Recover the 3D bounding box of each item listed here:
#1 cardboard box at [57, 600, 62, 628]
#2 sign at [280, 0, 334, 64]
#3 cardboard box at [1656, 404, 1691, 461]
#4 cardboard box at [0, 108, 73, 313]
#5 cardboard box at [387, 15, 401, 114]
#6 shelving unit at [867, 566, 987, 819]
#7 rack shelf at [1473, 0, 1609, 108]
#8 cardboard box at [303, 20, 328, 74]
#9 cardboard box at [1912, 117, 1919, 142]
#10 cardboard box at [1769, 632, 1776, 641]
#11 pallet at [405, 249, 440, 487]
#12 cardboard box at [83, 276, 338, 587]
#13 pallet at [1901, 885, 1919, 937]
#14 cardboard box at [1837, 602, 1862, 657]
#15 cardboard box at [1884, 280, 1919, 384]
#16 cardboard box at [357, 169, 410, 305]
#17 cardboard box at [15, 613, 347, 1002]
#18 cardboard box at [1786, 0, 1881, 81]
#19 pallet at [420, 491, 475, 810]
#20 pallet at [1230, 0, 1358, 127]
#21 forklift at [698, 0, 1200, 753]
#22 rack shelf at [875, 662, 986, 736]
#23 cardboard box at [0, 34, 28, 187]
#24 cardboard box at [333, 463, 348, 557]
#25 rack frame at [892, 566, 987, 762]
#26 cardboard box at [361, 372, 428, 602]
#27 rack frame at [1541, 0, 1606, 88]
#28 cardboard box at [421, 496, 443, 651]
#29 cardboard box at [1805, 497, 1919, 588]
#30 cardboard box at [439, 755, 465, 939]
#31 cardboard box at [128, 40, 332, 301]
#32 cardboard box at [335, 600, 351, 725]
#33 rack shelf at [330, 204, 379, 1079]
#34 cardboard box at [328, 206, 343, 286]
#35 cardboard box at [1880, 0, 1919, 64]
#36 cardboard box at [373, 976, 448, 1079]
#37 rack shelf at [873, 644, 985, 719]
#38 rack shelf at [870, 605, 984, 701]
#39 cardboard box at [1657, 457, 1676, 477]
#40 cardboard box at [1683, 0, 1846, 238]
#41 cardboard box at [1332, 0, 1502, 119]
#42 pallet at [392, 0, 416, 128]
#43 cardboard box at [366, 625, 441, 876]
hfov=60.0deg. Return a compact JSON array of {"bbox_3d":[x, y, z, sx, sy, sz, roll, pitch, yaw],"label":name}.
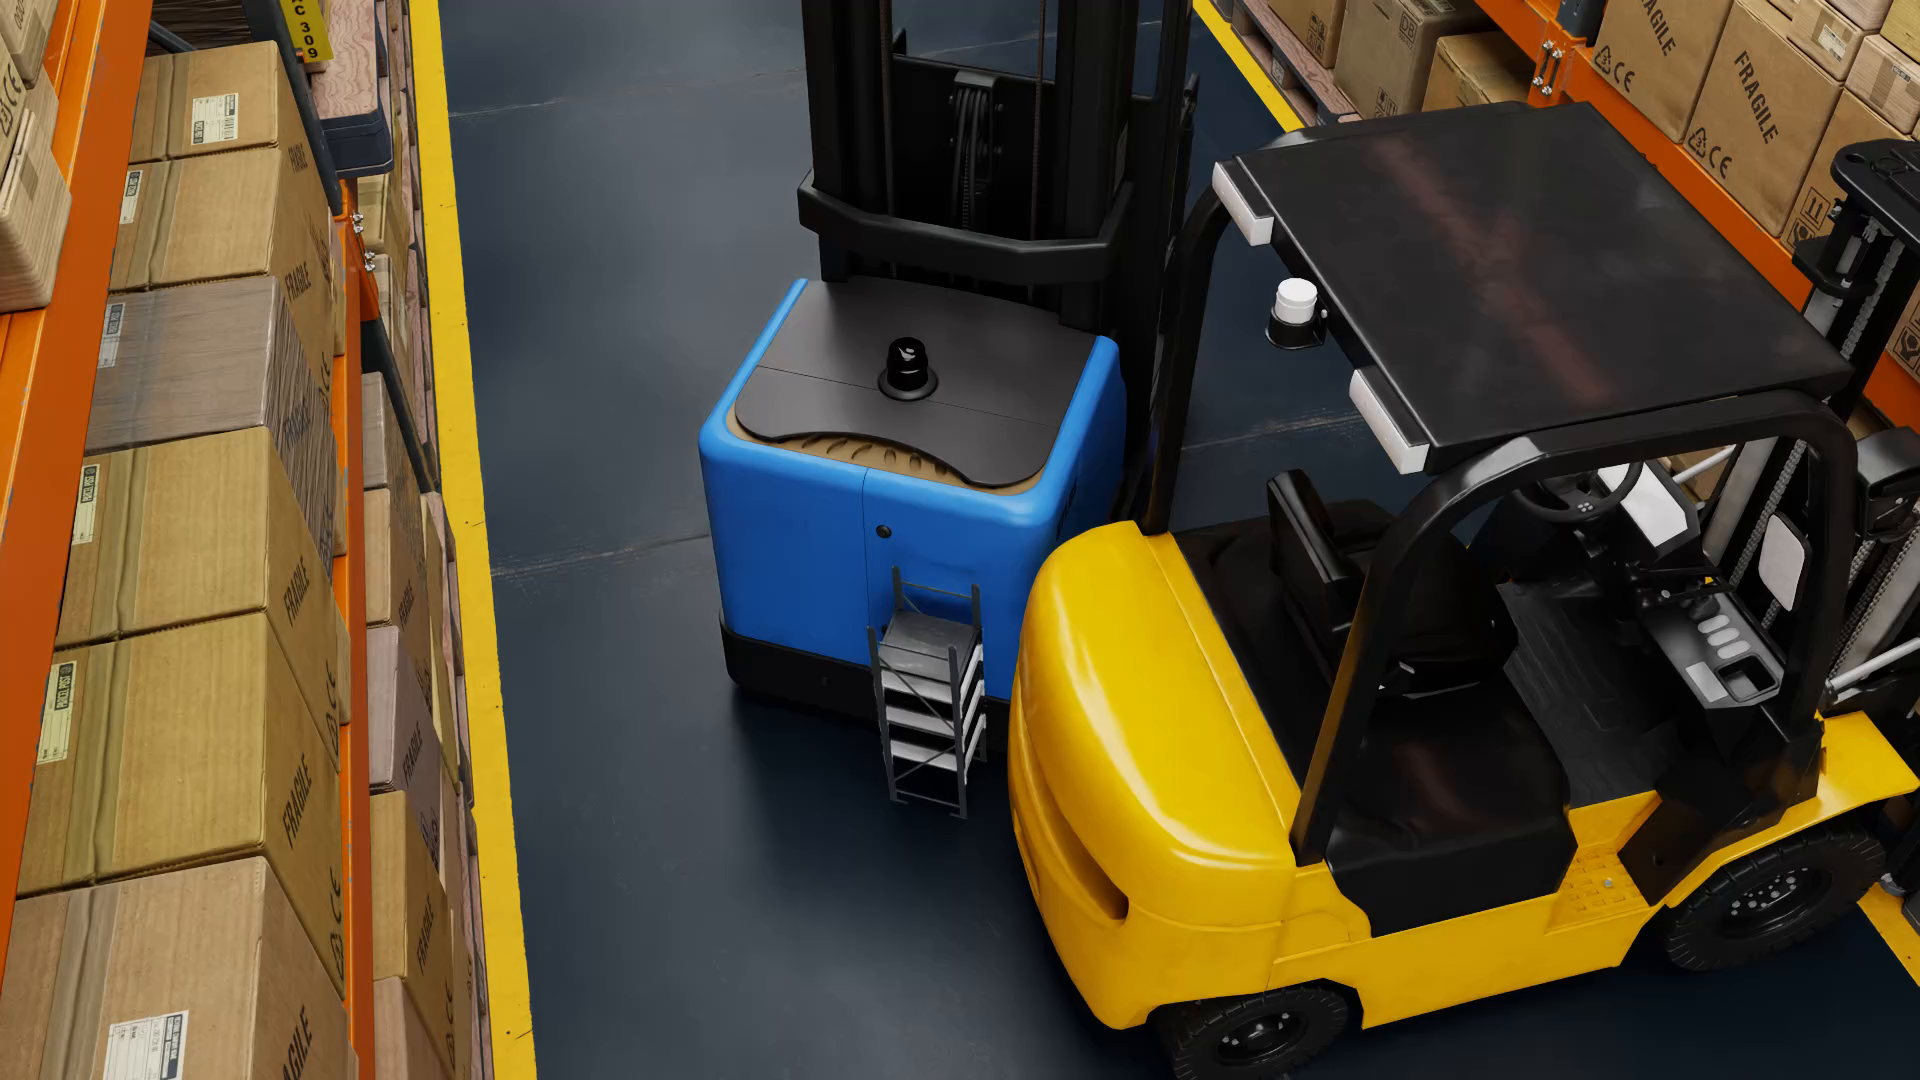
[{"bbox_3d":[-1.953,-0.113,2.783,0.700,0.500,0.500,-11,47,-11],"label":"cardboard box"},{"bbox_3d":[-1.767,-1.427,4.442,0.100,0.325,0.005,-11,47,-10],"label":"sign"},{"bbox_3d":[2.465,-0.551,5.471,0.500,0.250,0.500,-11,47,-11],"label":"cardboard box"},{"bbox_3d":[-1.371,-0.399,2.117,0.380,0.149,0.250,-10,46,-10],"label":"cardboard box"},{"bbox_3d":[-2.981,-2.108,7.262,0.950,0.372,0.625,-12,47,-11],"label":"cardboard box"},{"bbox_3d":[-0.079,0.449,4.667,0.258,0.900,0.210,12,54,12],"label":"shelving unit"},{"bbox_3d":[1.996,-3.059,7.151,1.077,0.370,4.000,-11,47,-10],"label":"rack shelf"},{"bbox_3d":[-2.125,-1.518,5.019,0.380,0.149,0.250,-10,46,-10],"label":"cardboard box"},{"bbox_3d":[2.635,-1.034,4.139,0.380,0.149,0.250,-12,47,-12],"label":"cardboard box"},{"bbox_3d":[2.714,0.334,4.953,0.500,0.250,0.500,-9,46,-9],"label":"cardboard box"},{"bbox_3d":[-2.490,-0.581,6.171,1.003,0.211,1.213,-11,47,-10],"label":"pallet"},{"bbox_3d":[-1.659,-0.186,3.553,0.500,0.500,0.500,-10,46,-9],"label":"cardboard box"},{"bbox_3d":[3.296,1.288,4.340,1.003,0.211,1.213,-11,47,-10],"label":"pallet"},{"bbox_3d":[2.710,0.147,4.787,0.500,0.250,0.500,-11,47,-10],"label":"cardboard box"},{"bbox_3d":[2.758,-0.553,4.122,0.500,0.500,0.500,-10,46,-10],"label":"cardboard box"},{"bbox_3d":[-2.613,-1.104,6.278,0.950,0.372,0.625,-8,46,-8],"label":"cardboard box"},{"bbox_3d":[-1.386,0.517,2.865,0.500,0.500,0.500,-12,47,-11],"label":"cardboard box"},{"bbox_3d":[2.488,-1.386,4.484,0.380,0.149,0.250,-10,46,-9],"label":"cardboard box"},{"bbox_3d":[-2.083,0.414,5.197,1.003,0.211,1.213,-11,47,-10],"label":"pallet"},{"bbox_3d":[1.966,-2.299,7.855,1.003,0.211,1.213,-11,47,-10],"label":"pallet"},{"bbox_3d":[0.187,-1.454,5.122,1.130,2.935,3.031,13,47,12],"label":"forklift"},{"bbox_3d":[-0.081,0.414,4.622,0.258,0.077,0.200,12,54,12],"label":"rack shelf"},{"bbox_3d":[-1.412,-0.457,1.894,0.500,0.250,0.500,-9,46,-9],"label":"cardboard box"},{"bbox_3d":[-1.649,-0.064,3.889,0.380,0.149,0.250,-11,47,-11],"label":"cardboard box"},{"bbox_3d":[-0.049,0.371,4.726,0.240,0.900,0.006,12,54,12],"label":"rack frame"},{"bbox_3d":[-1.878,-0.107,4.861,0.500,0.500,0.500,-11,47,-11],"label":"cardboard box"},{"bbox_3d":[2.508,-1.930,5.541,1.000,3.000,0.127,-11,47,-10],"label":"rack frame"},{"bbox_3d":[-1.878,0.155,5.129,0.500,0.250,0.500,-9,46,-9],"label":"cardboard box"},{"bbox_3d":[2.715,-0.013,4.593,0.500,0.250,0.500,-12,47,-11],"label":"cardboard box"},{"bbox_3d":[-1.606,0.873,4.426,0.500,0.250,0.500,-10,46,-10],"label":"cardboard box"},{"bbox_3d":[-1.935,-0.897,4.251,0.500,0.500,0.500,-12,47,-11],"label":"cardboard box"},{"bbox_3d":[-1.511,0.289,3.543,0.380,0.149,0.250,-10,46,-10],"label":"cardboard box"},{"bbox_3d":[-1.777,0.613,3.552,1.077,0.370,4.000,-11,47,-10],"label":"rack shelf"},{"bbox_3d":[-1.912,-0.765,4.576,0.380,0.149,0.250,-11,47,-11],"label":"cardboard box"},{"bbox_3d":[2.590,-1.312,4.203,0.380,0.149,0.250,-11,47,-11],"label":"cardboard box"},{"bbox_3d":[-1.349,1.311,3.471,0.500,0.500,0.500,-12,47,-12],"label":"cardboard box"},{"bbox_3d":[-0.084,0.359,4.551,0.258,0.077,0.200,12,54,12],"label":"rack shelf"},{"bbox_3d":[-0.087,0.303,4.480,0.258,0.077,0.200,12,54,12],"label":"rack shelf"},{"bbox_3d":[2.457,-0.372,5.645,0.500,0.250,0.500,-12,47,-11],"label":"cardboard box"},{"bbox_3d":[2.519,-1.254,4.809,0.500,0.500,0.500,-10,46,-10],"label":"cardboard box"},{"bbox_3d":[2.173,-2.141,7.116,0.875,0.625,0.625,-11,47,-11],"label":"cardboard box"},{"bbox_3d":[-3.115,-2.265,7.822,1.003,0.211,1.213,-11,47,-10],"label":"pallet"},{"bbox_3d":[-1.615,0.596,4.172,0.500,0.500,0.500,-8,46,-8],"label":"cardboard box"}]
